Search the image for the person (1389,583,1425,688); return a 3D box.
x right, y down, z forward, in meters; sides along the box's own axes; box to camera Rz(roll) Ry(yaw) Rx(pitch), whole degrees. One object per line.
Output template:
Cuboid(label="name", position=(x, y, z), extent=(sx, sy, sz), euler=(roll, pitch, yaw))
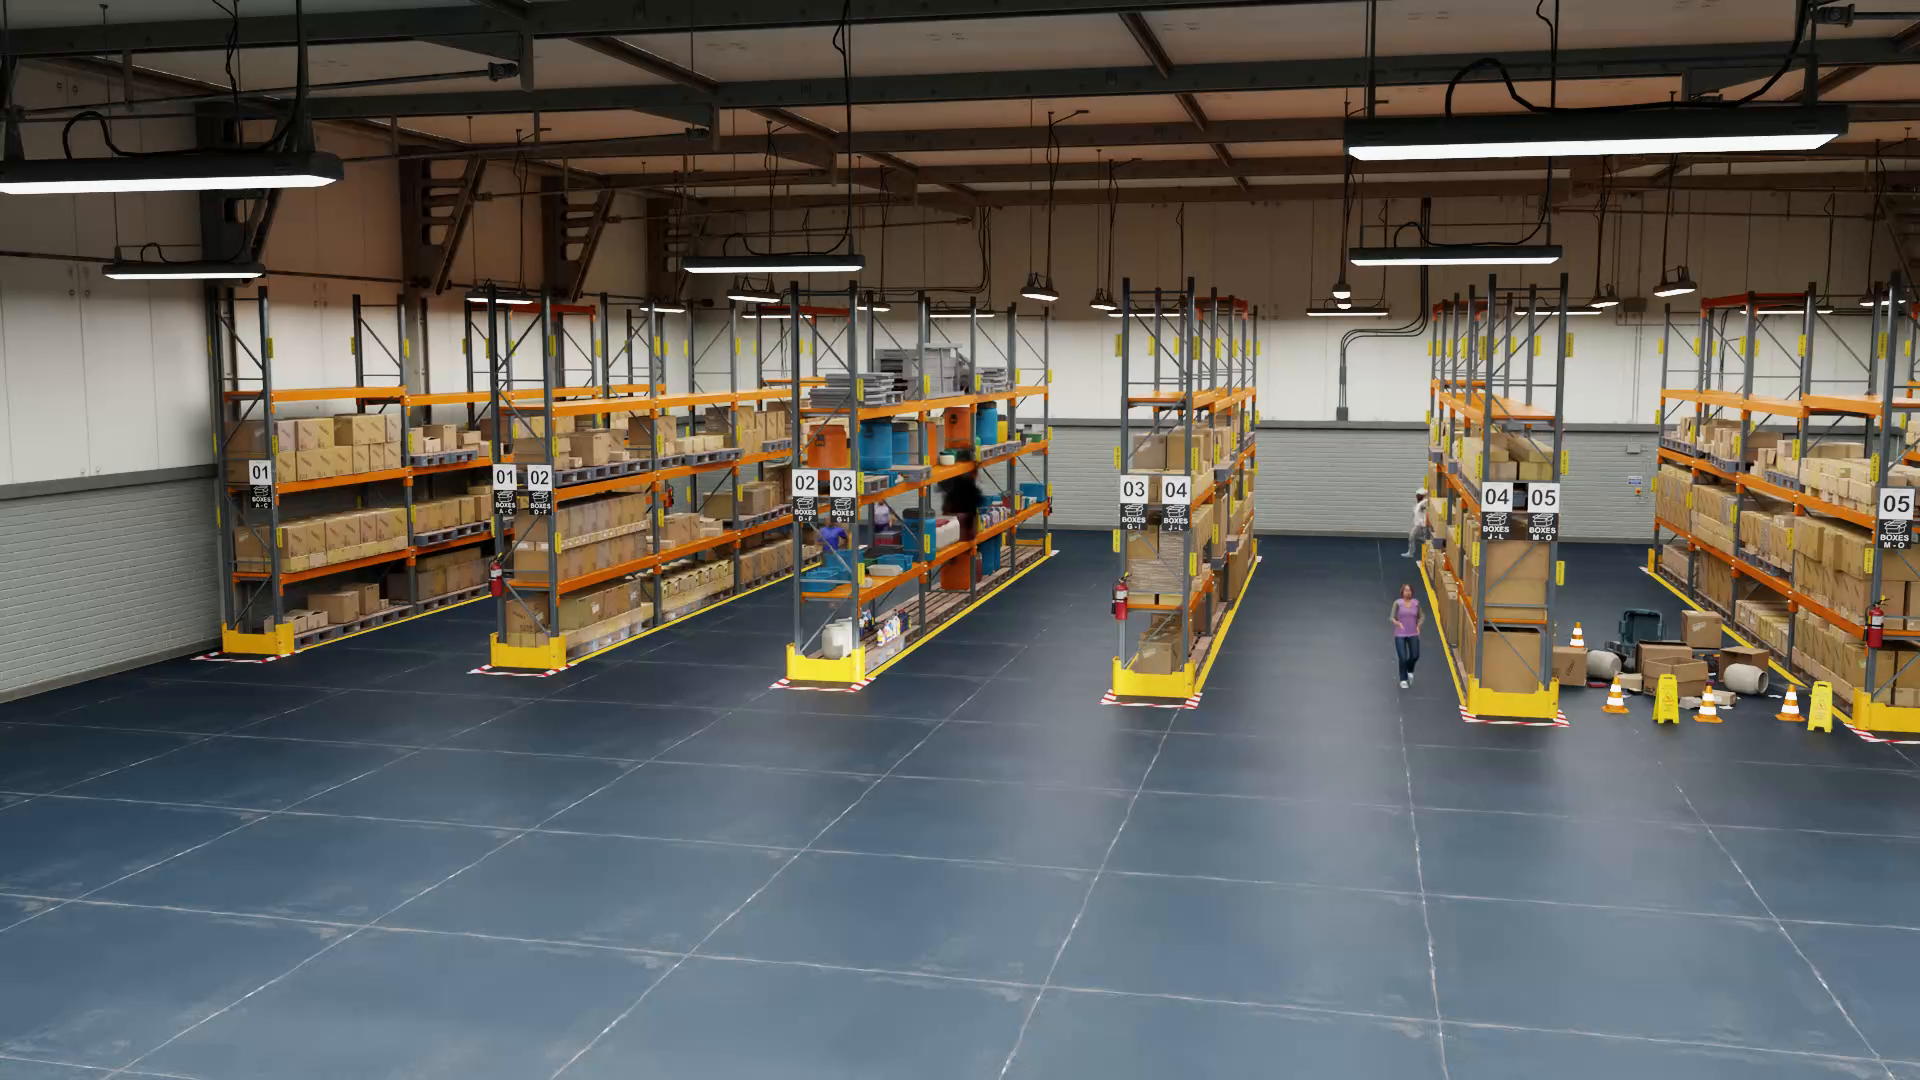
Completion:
Cuboid(label="person", position=(6.583, 1.419, 24.464), extent=(0.526, 1.556, 0.536), euler=(1, 7, 7))

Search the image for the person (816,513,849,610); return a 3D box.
Cuboid(label="person", position=(-2.374, 0.379, 30.629), extent=(0.560, 1.744, 0.698), euler=(1, 7, 10))

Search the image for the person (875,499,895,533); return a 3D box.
Cuboid(label="person", position=(-1.814, -0.217, 38.489), extent=(0.583, 1.707, 0.746), euler=(1, 7, 7))

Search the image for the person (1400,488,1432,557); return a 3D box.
Cuboid(label="person", position=(11.050, -0.396, 39.665), extent=(0.920, 1.695, 0.728), euler=(1, 7, 5))
